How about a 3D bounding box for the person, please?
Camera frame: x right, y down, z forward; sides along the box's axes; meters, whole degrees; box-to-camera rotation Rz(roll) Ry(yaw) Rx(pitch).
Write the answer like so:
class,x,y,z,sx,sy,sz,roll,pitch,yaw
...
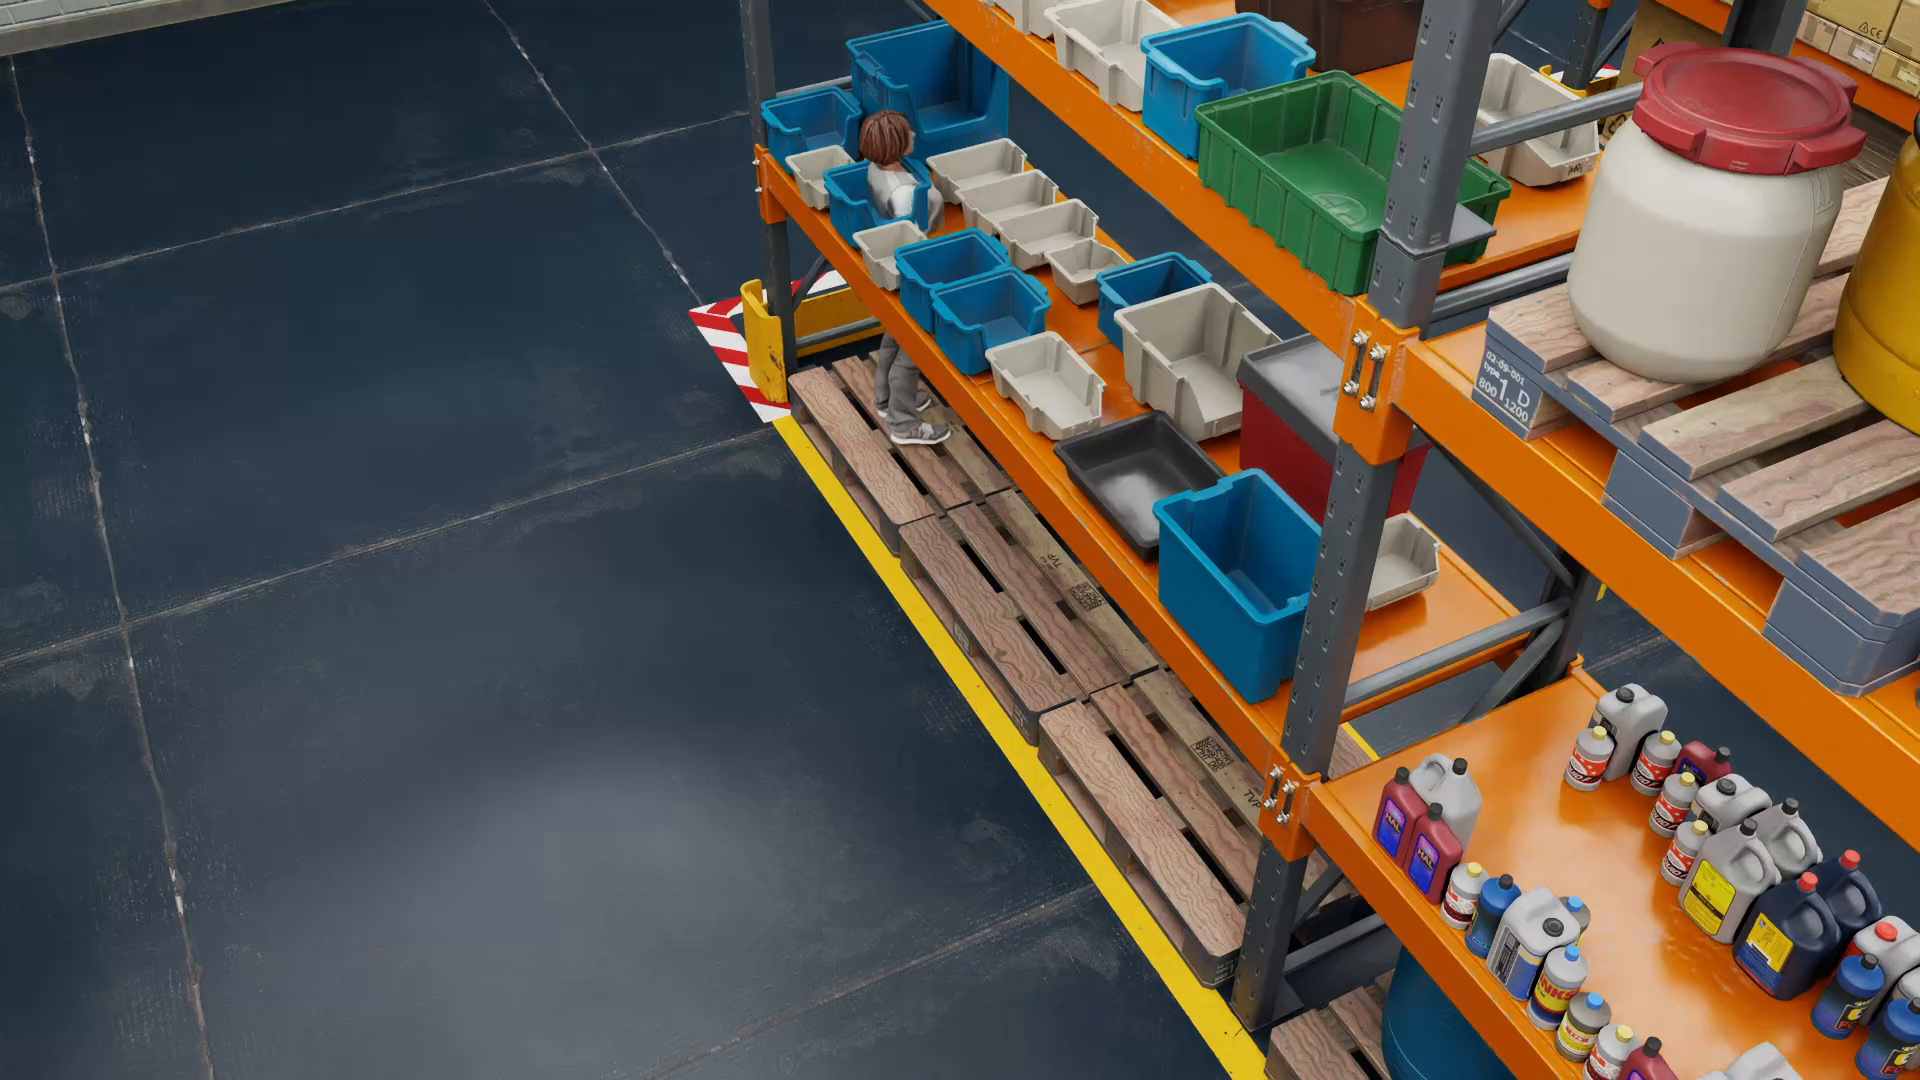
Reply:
class,x,y,z,sx,sy,sz,roll,pitch,yaw
person,-0.232,-1.111,7.075,0.349,1.589,0.407,-13,44,-14
